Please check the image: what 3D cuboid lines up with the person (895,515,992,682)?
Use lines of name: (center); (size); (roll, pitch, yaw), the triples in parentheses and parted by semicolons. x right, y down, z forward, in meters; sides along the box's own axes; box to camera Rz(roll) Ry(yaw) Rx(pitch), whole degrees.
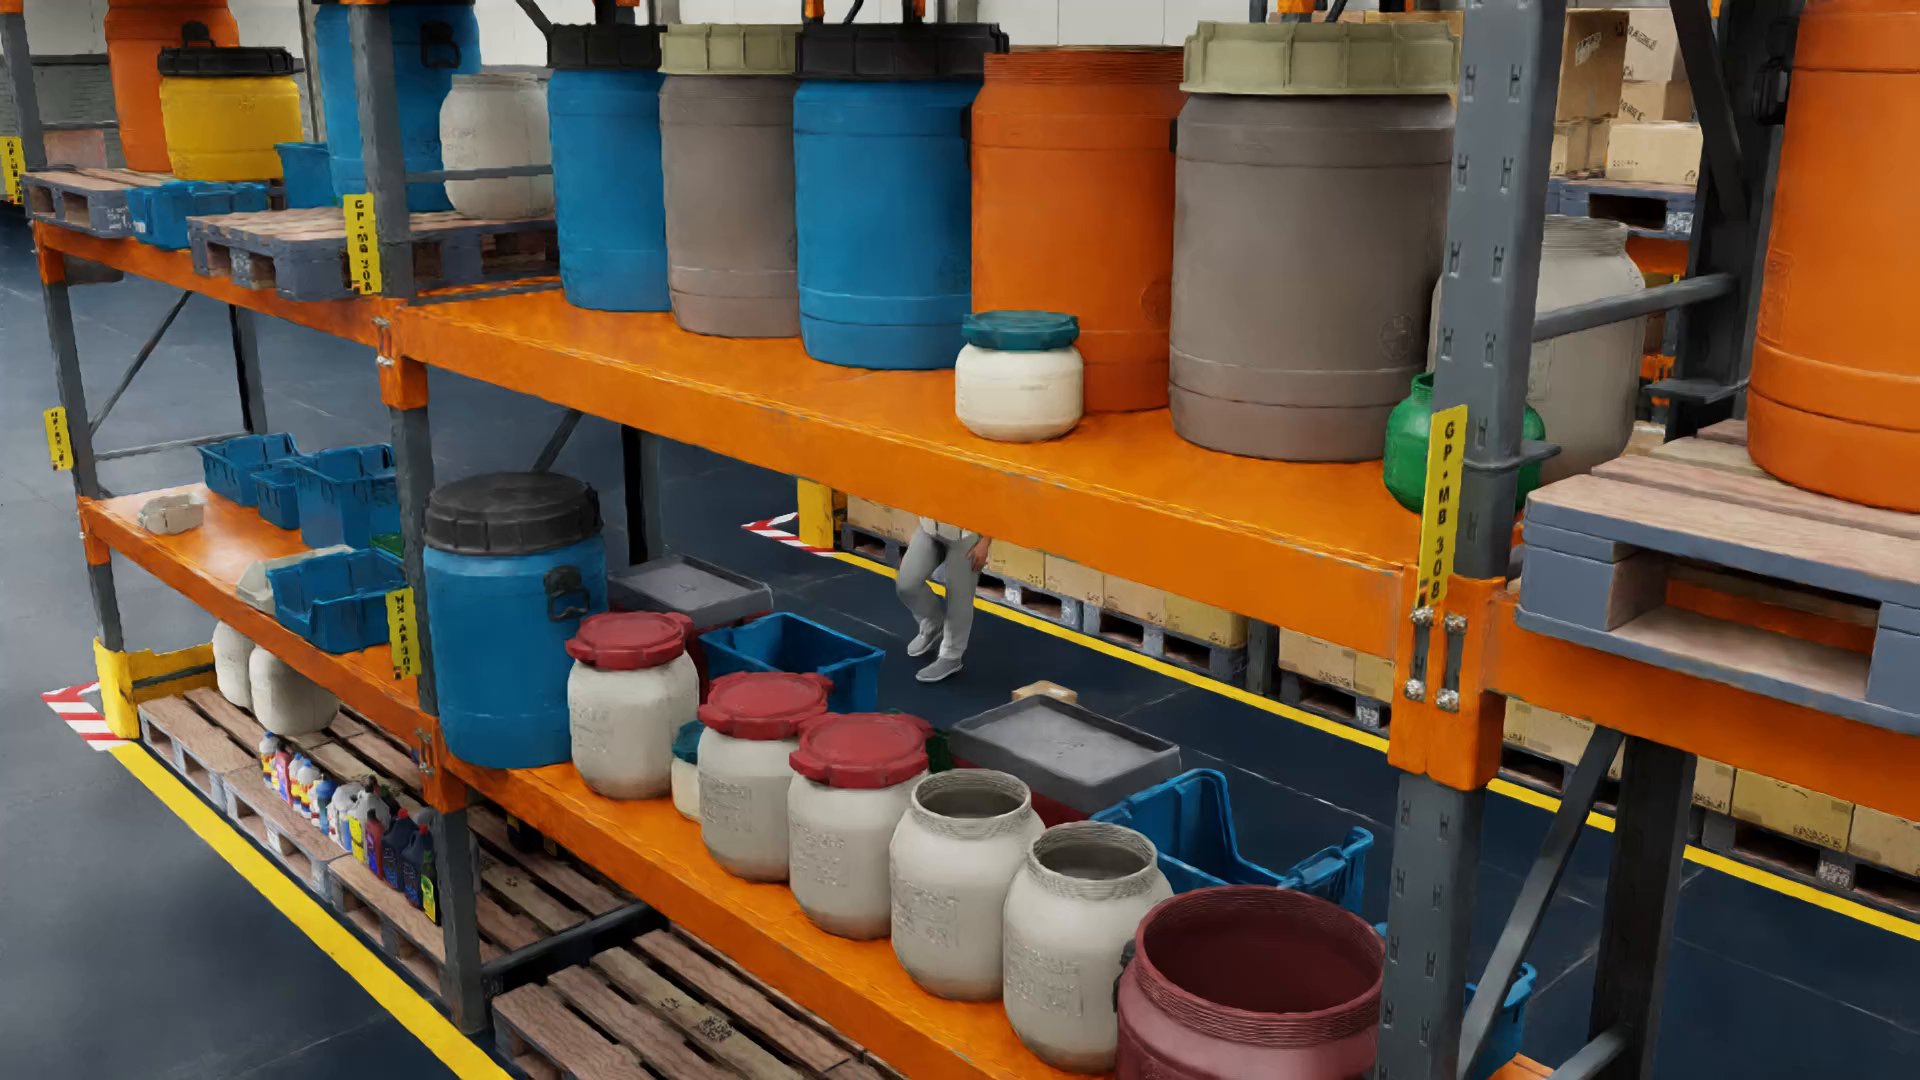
person: (-0.071, -0.043, 9.660); (0.706, 1.749, 0.450); (11, 20, 32)
